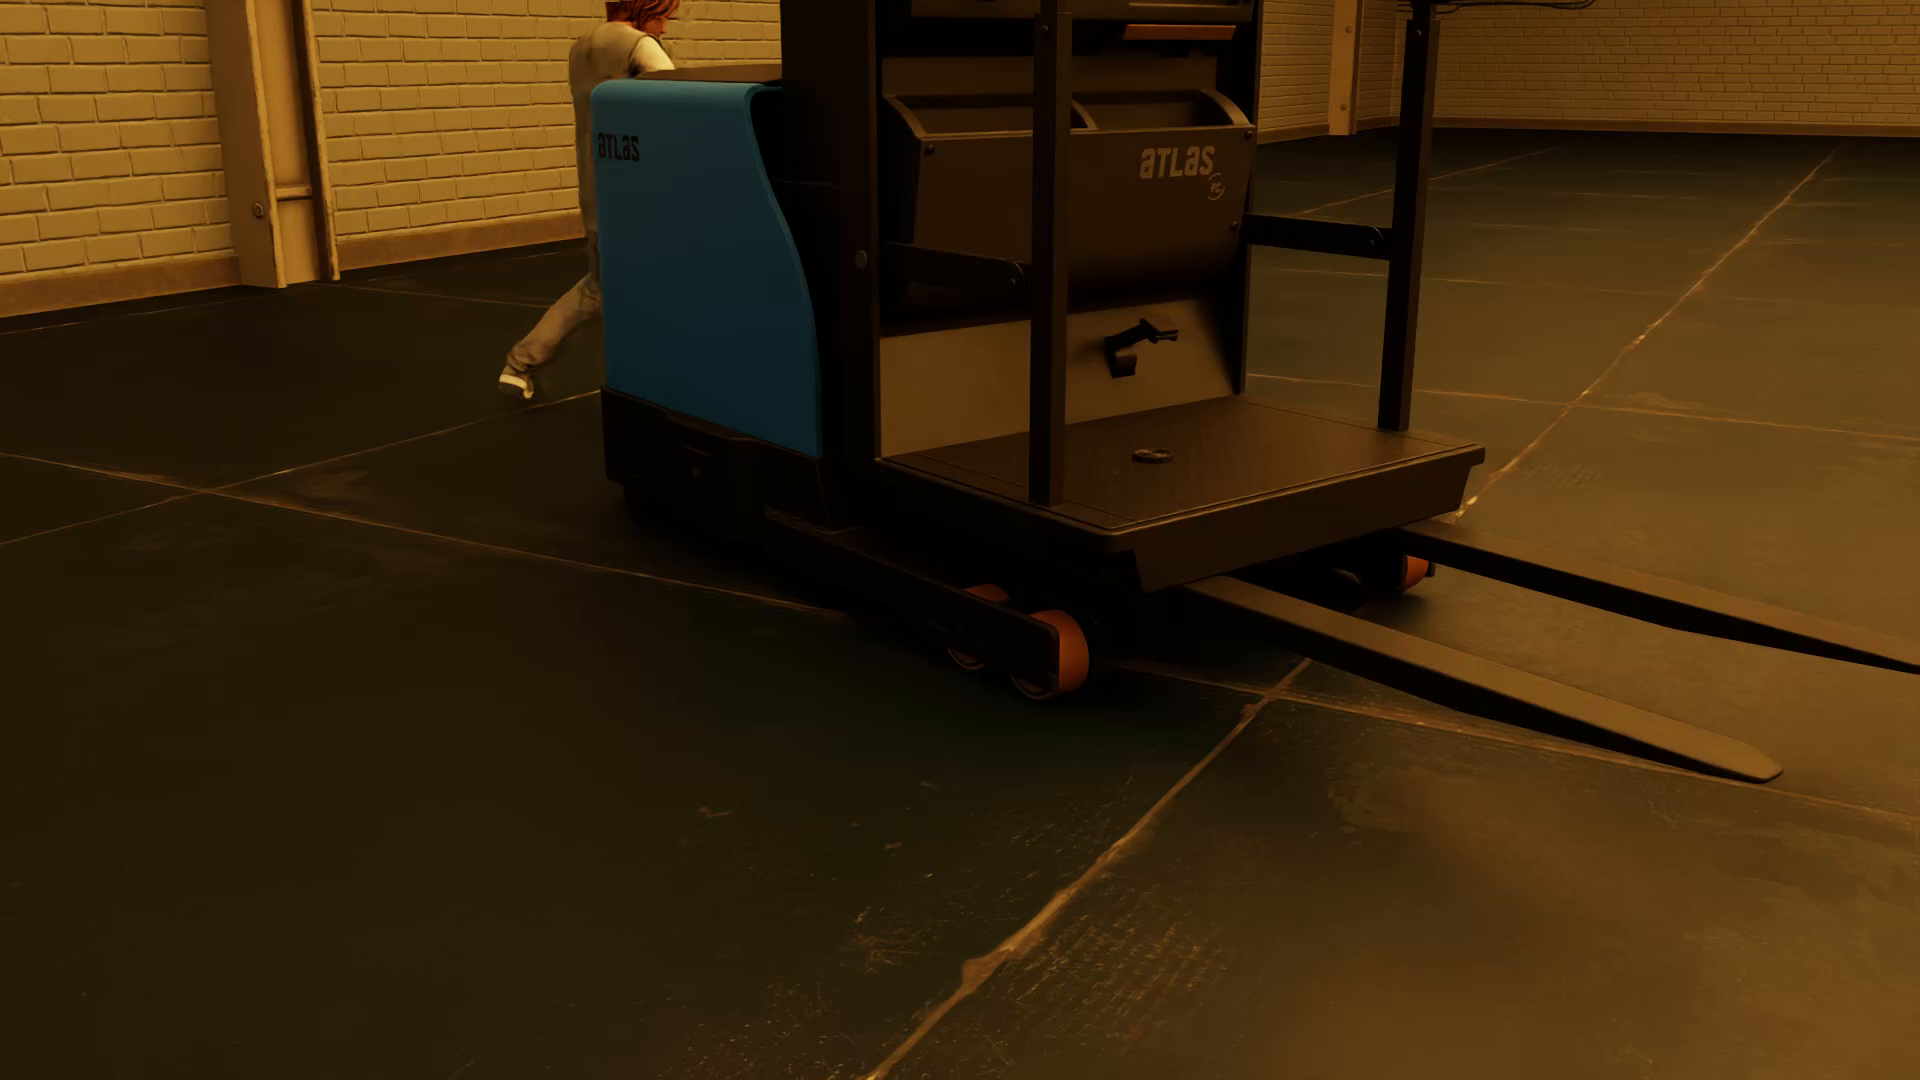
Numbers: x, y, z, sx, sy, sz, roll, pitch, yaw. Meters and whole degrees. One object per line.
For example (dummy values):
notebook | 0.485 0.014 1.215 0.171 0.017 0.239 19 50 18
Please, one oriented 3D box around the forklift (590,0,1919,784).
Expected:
forklift | 0.378 -1.271 3.167 1.130 2.935 3.031 -13 21 -36

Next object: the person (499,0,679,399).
person | -0.944 -1.076 5.238 0.778 1.386 1.132 -15 22 -42
